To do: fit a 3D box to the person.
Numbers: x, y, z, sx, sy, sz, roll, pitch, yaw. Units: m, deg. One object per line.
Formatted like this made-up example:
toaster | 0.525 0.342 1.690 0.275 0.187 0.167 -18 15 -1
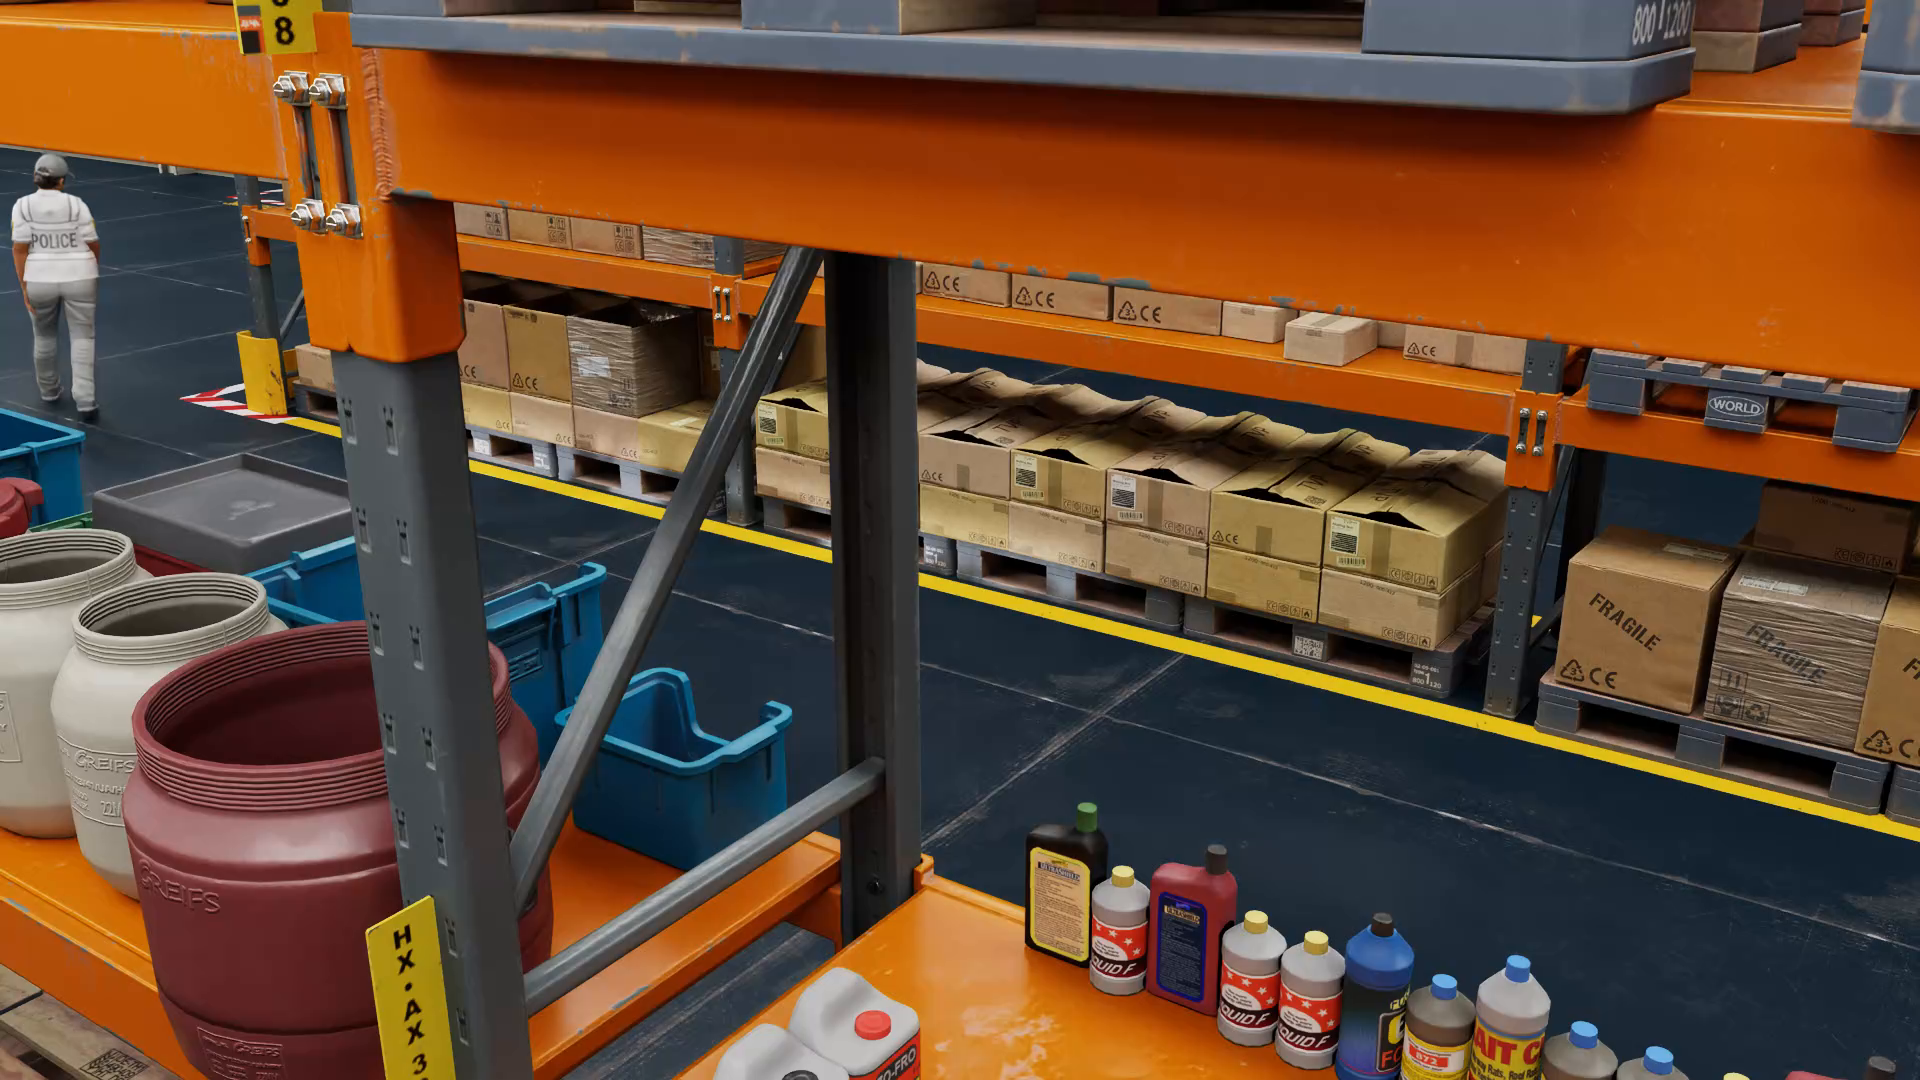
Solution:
person | -5.740 -1.645 10.604 0.539 1.601 0.882 -7 21 -19
